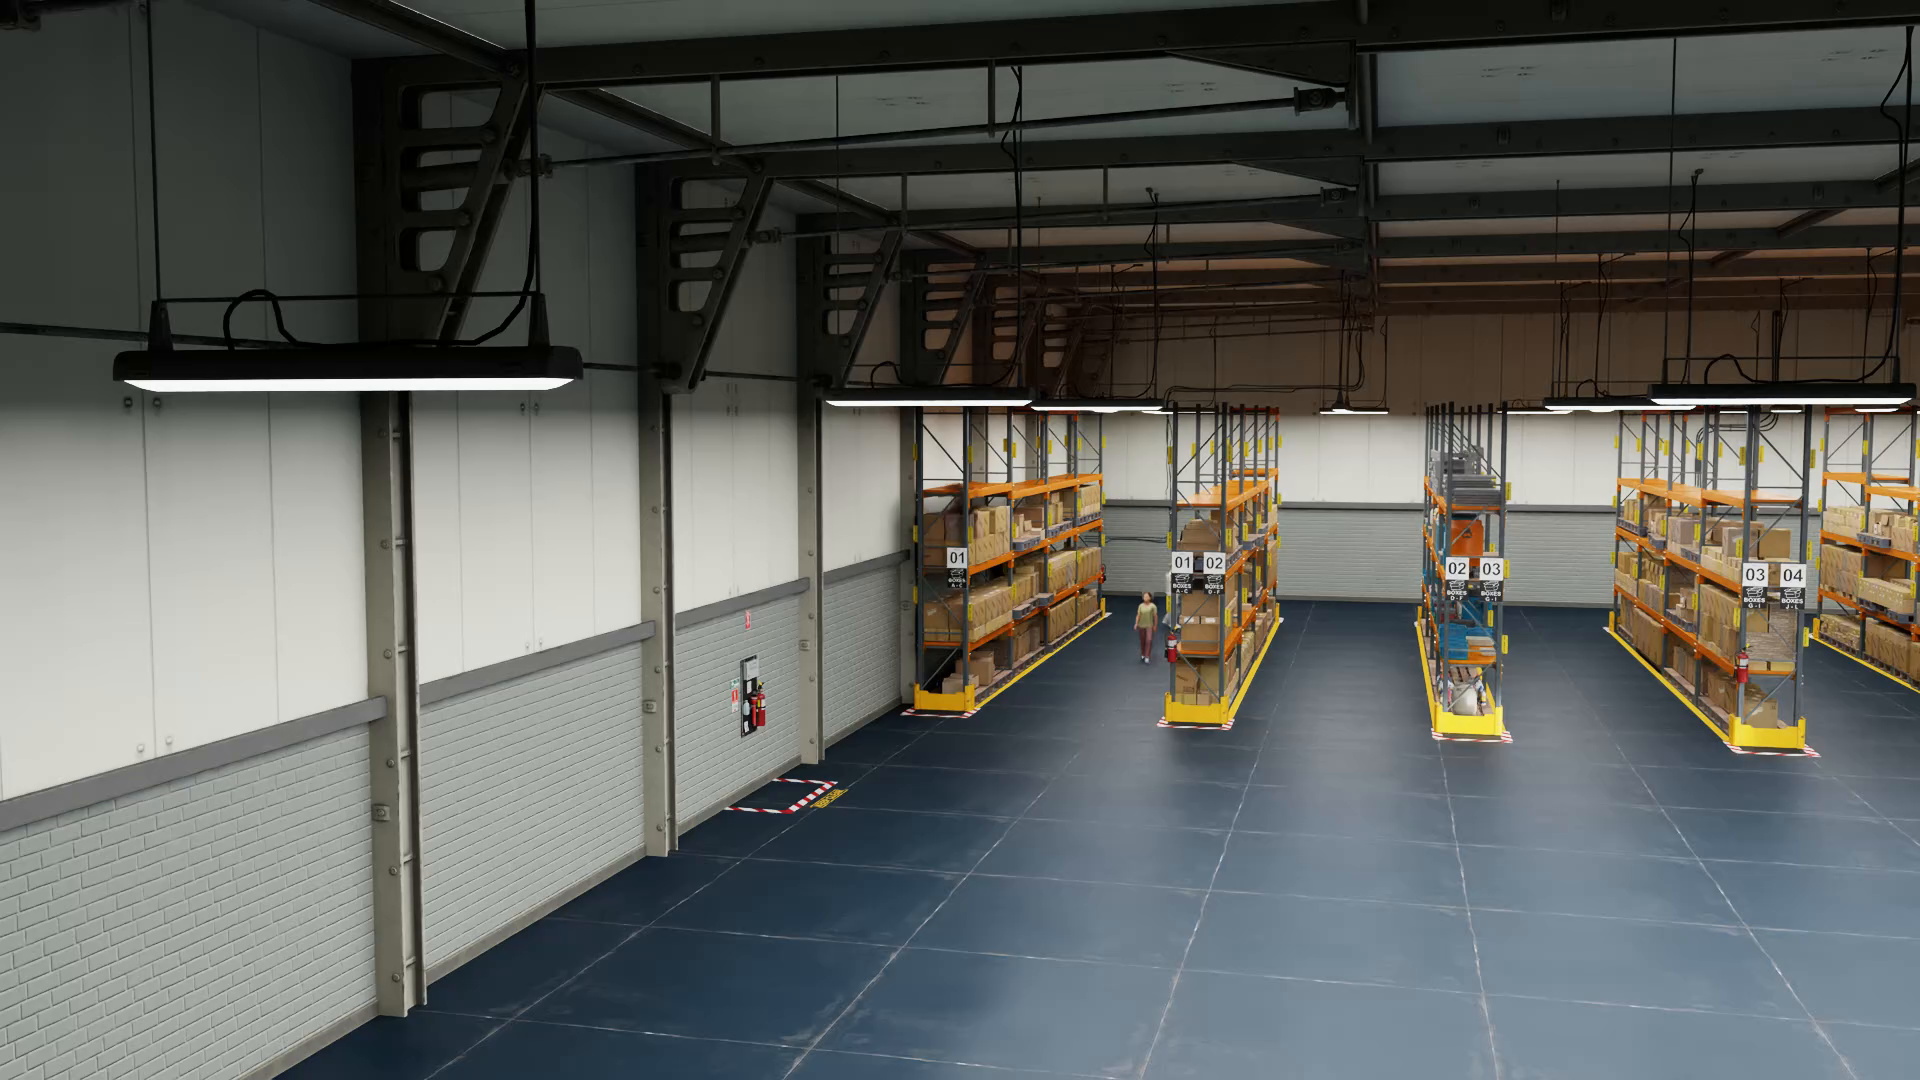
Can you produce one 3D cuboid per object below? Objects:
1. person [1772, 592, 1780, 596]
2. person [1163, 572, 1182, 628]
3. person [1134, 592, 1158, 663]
[{"bbox_3d":[22.128,1.552,44.800,0.546,1.733,1.018,3,5,35],"label":"person"},{"bbox_3d":[5.796,1.494,45.269,0.557,1.782,0.663,3,5,37],"label":"person"},{"bbox_3d":[4.352,2.034,38.903,0.515,1.612,0.985,1,4,12],"label":"person"}]
